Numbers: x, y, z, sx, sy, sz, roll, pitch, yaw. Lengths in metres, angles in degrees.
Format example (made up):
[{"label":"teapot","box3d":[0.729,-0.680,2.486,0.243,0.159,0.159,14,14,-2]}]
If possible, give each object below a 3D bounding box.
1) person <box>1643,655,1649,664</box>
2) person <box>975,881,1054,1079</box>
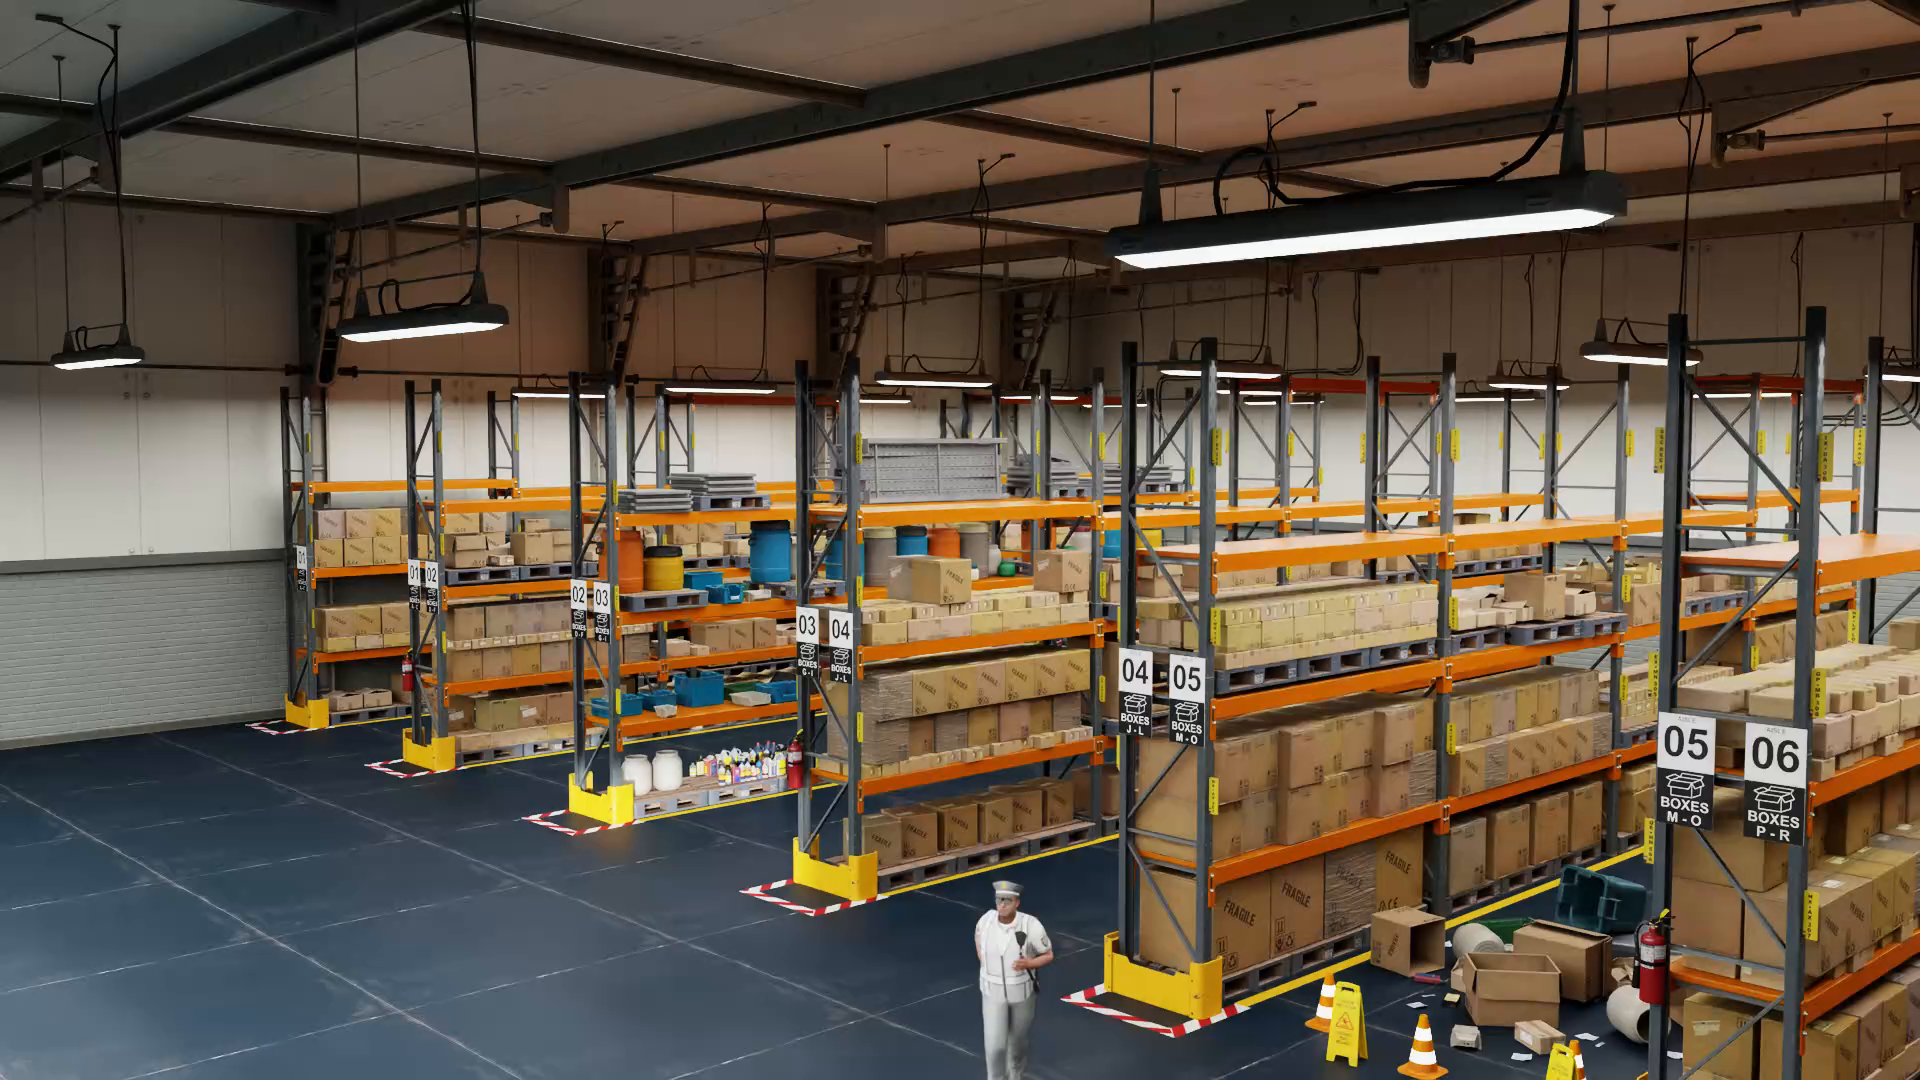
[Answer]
[{"label":"person","box3d":[10.921,2.659,26.159,0.658,1.711,0.678,-2,4,-33]},{"label":"person","box3d":[0.402,3.482,12.676,0.630,1.848,0.797,0,4,7]}]
